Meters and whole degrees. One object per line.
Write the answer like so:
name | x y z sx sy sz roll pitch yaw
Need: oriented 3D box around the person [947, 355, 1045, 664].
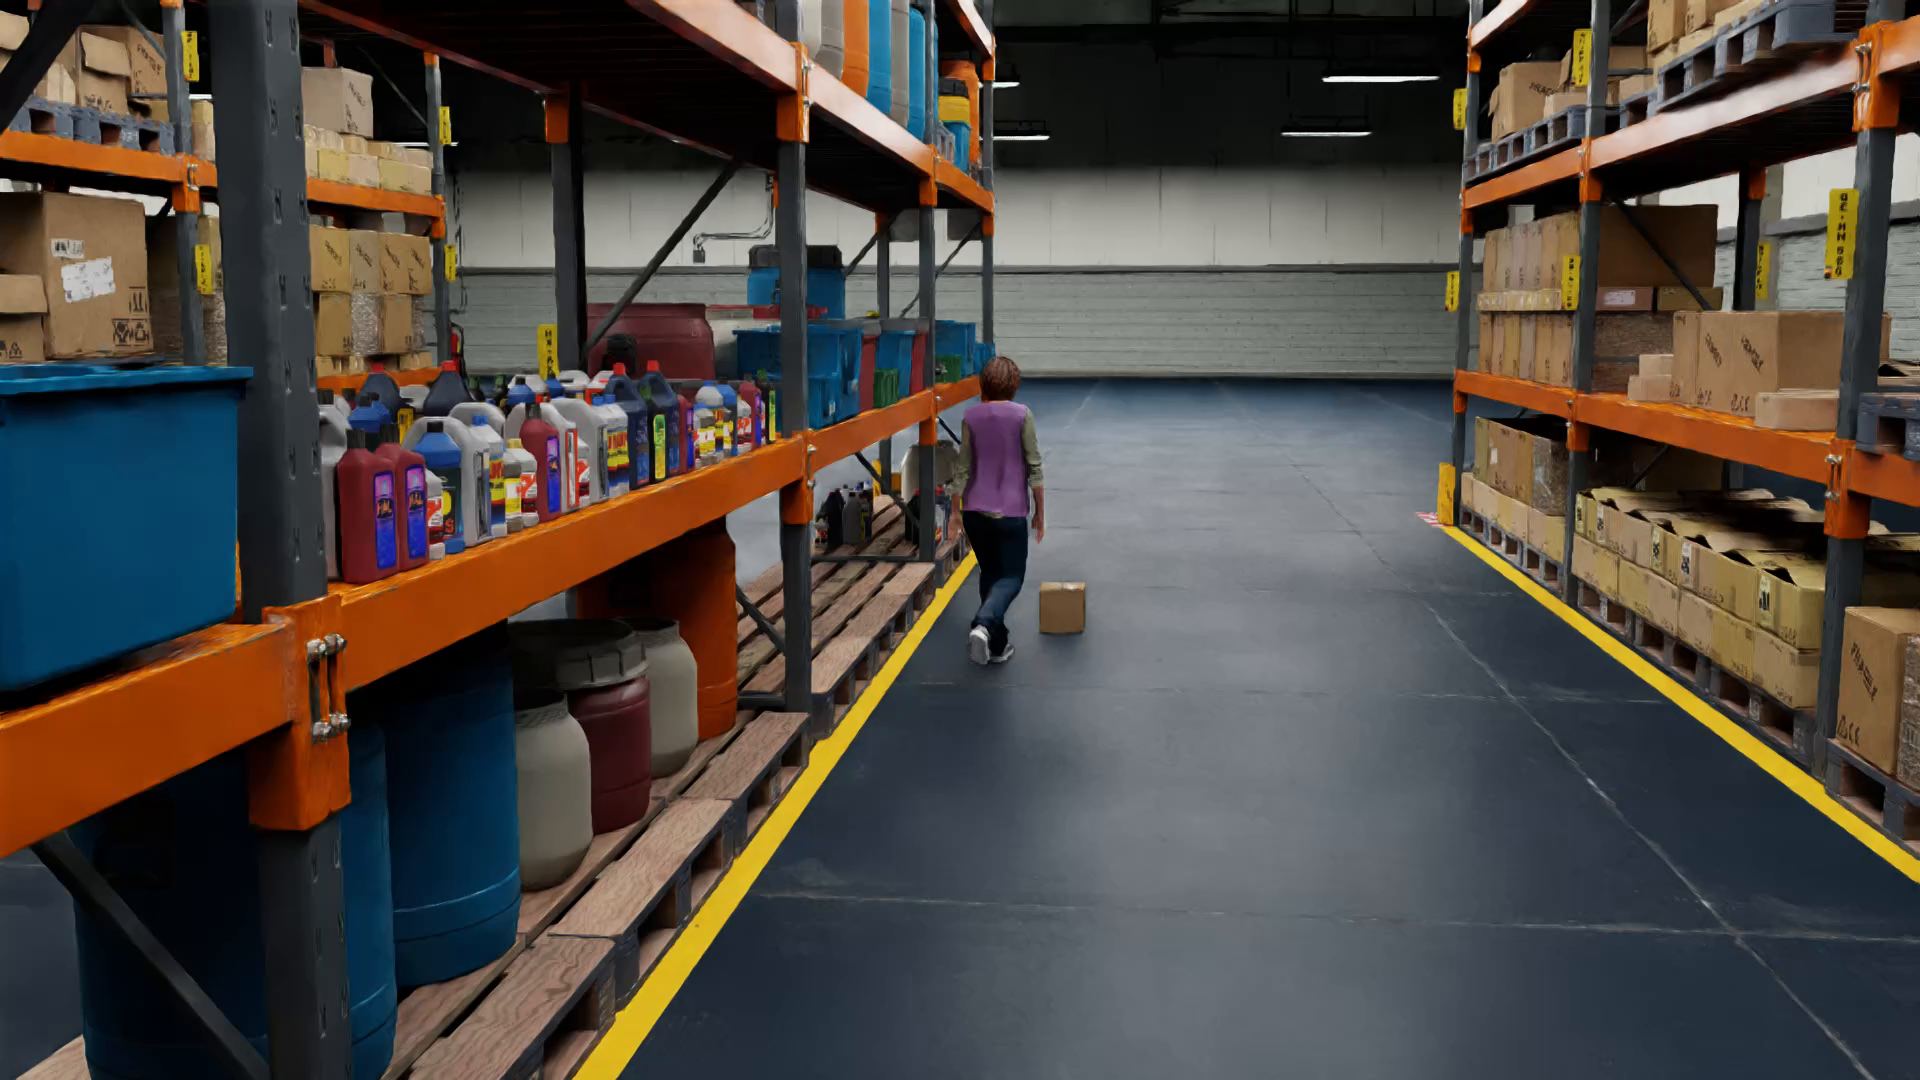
person | 0.171 -0.131 8.272 0.467 1.561 0.797 3 8 19
